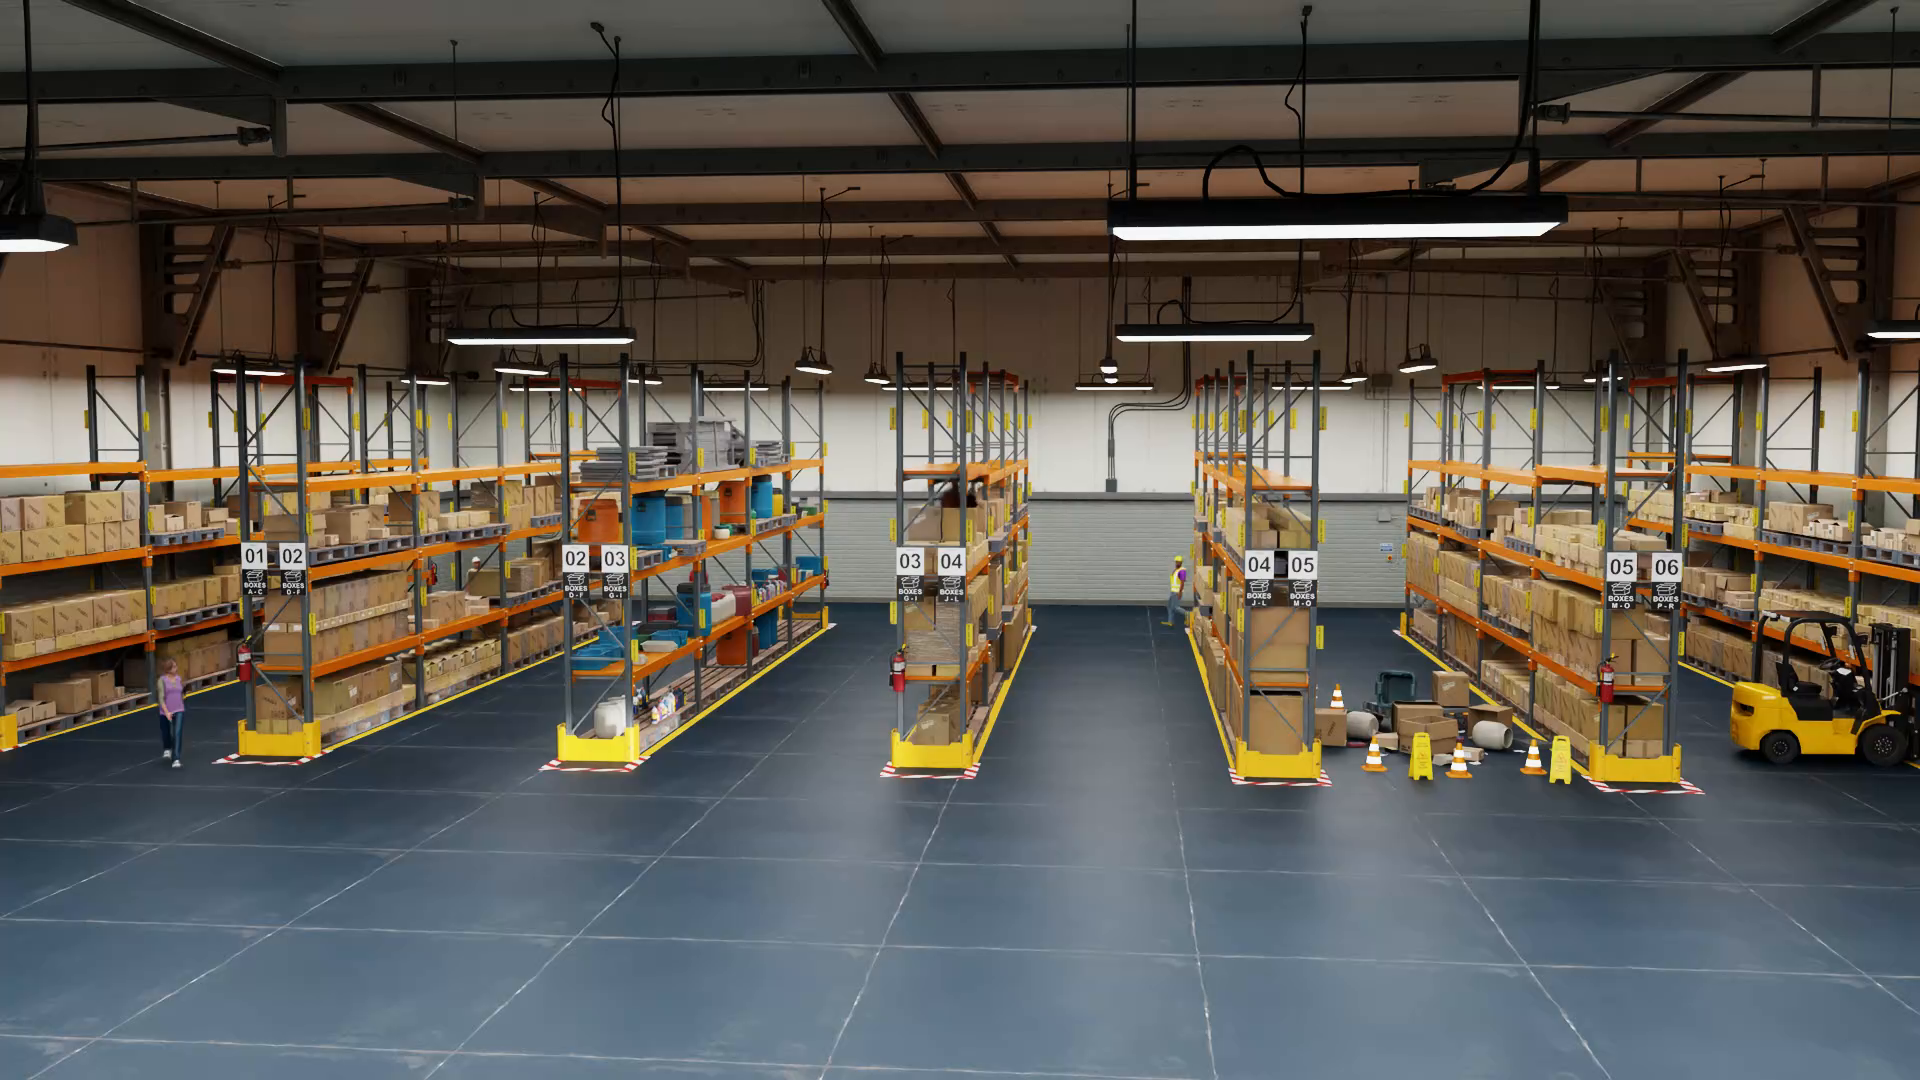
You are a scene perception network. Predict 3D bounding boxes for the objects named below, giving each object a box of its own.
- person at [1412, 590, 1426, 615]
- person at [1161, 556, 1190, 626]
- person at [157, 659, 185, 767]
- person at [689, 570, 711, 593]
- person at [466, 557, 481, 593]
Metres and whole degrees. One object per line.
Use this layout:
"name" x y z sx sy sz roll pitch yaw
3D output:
"person" 11.712 1.059 42.638 0.488 1.786 0.531 -1 4 -15
"person" 5.303 1.252 40.555 0.771 1.738 0.683 0 4 2
"person" -11.496 2.507 24.250 0.358 1.545 0.952 -2 4 -23
"person" -6.189 1.311 39.940 0.487 1.734 0.573 2 5 26
"person" -11.464 1.297 39.614 0.468 1.791 0.585 1 4 17
